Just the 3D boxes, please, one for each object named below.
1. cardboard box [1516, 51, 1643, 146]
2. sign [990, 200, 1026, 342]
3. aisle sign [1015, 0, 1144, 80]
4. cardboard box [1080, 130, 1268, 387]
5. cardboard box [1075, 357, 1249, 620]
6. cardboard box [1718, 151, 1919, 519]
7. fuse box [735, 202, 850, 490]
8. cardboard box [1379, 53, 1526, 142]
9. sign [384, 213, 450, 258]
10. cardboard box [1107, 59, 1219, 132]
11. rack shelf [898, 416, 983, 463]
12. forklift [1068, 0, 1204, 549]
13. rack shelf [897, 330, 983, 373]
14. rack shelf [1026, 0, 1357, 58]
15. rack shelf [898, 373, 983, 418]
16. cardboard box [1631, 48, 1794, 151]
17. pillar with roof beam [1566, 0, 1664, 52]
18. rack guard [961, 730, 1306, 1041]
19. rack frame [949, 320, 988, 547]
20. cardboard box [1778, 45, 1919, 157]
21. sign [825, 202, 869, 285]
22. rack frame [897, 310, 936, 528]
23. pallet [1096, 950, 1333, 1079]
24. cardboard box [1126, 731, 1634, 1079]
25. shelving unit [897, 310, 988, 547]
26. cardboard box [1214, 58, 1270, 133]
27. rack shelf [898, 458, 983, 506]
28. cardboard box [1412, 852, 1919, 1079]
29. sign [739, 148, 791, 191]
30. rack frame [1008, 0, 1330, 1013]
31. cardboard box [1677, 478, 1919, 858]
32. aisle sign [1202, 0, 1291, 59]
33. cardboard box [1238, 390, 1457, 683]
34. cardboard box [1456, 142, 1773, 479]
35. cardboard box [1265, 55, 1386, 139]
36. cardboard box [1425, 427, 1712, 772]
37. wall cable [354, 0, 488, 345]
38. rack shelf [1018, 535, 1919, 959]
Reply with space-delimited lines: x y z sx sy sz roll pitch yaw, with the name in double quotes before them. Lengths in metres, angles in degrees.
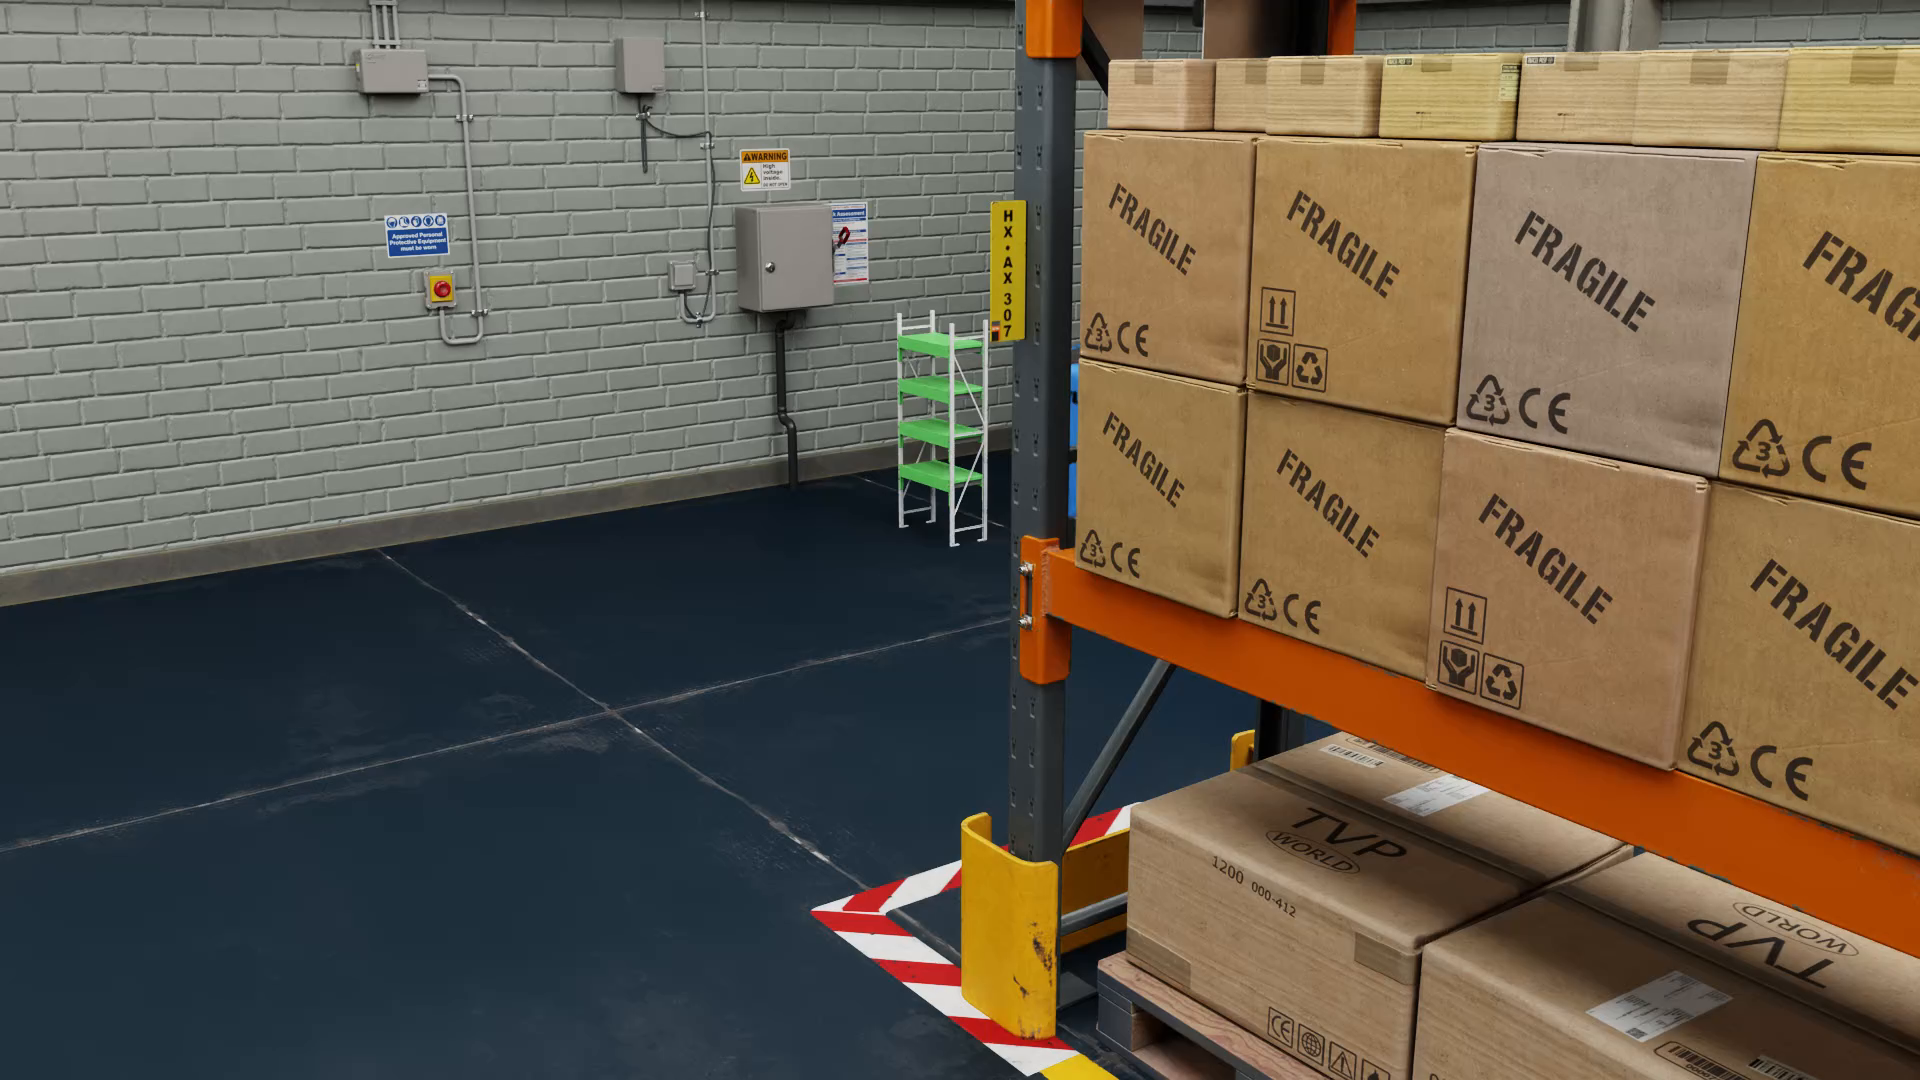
"cardboard box" 1.188 -0.766 2.880 0.380 0.149 0.250 -11 19 -34
"sign" 0.113 -0.632 3.912 0.100 0.325 0.005 -11 19 -35
"aisle sign" 0.288 -1.485 3.895 0.394 0.787 0.004 -11 19 -35
"cardboard box" 0.617 -0.644 3.665 0.500 0.500 0.500 -11 19 -36
"cardboard box" 0.615 -0.162 3.796 0.500 0.500 0.500 -11 19 -35
"cardboard box" 1.530 -0.320 2.480 0.500 0.500 0.500 -11 19 -34
"fuse box" -0.984 -1.135 9.980 0.539 1.711 0.414 -11 19 -35
"cardboard box" 0.991 -0.814 3.055 0.380 0.149 0.250 -12 19 -36
"sign" -2.844 -1.597 8.717 0.327 0.218 0.001 -11 19 -35
"cardboard box" 0.550 -0.985 3.682 0.380 0.149 0.250 -10 18 -33
"rack shelf" -0.097 -0.552 9.064 0.258 0.148 0.480 -11 19 -35
"forklift" 1.952 -1.249 8.086 3.031 2.935 1.130 5 16 18
"rack shelf" -0.097 -1.015 8.937 0.258 0.148 0.480 -11 19 -35
"rack shelf" 1.741 -0.933 2.485 1.077 0.370 4.000 -11 19 -35
"rack shelf" -0.097 -0.784 9.000 0.258 0.148 0.480 -11 19 -35
"cardboard box" 1.301 -0.706 2.661 0.380 0.149 0.250 -11 19 -34
"pillar with roof beam" 0.240 -3.973 6.546 9.100 9.000 0.400 -11 19 -35
"rack guard" 0.551 0.940 4.695 1.175 0.500 0.348 -11 19 -35
"rack frame" 0.046 -0.562 8.856 0.240 1.200 0.015 -11 19 -35
"cardboard box" 1.428 -0.648 2.448 0.380 0.149 0.250 -11 19 -36
"sign" -0.706 -1.831 10.264 0.329 0.494 0.001 -11 19 -35
"rack frame" -0.241 -0.666 9.237 0.240 1.200 0.015 -11 19 -35
"pallet" 1.099 1.243 4.135 1.003 0.211 1.213 -11 19 -35
"cardboard box" 1.034 0.898 4.171 0.875 0.438 0.875 -12 19 -36
"shelving unit" -0.097 -0.614 9.047 0.258 1.200 0.503 -11 19 -35
"cardboard box" 0.762 -0.940 3.518 0.380 0.149 0.250 -10 18 -33
"rack shelf" -0.097 -0.321 9.127 0.258 0.148 0.480 -11 19 -35
"cardboard box" 1.579 1.092 3.462 0.875 0.438 0.875 -10 18 -33
"sign" -1.150 -2.190 9.831 0.339 0.242 0.001 -11 19 -35
"rack frame" 0.565 -0.261 4.346 1.000 3.000 0.127 -11 19 -35
"cardboard box" 1.528 0.158 2.629 0.500 0.500 0.500 -10 18 -33
"aisle sign" 0.774 -1.578 4.235 0.394 0.787 0.004 -11 19 -35
"cardboard box" 0.935 -0.058 3.417 0.500 0.500 0.500 -11 19 -35
"cardboard box" 1.236 -0.427 2.869 0.500 0.500 0.500 -11 19 -35
"cardboard box" 0.822 -0.867 3.250 0.380 0.149 0.250 -10 18 -33
"cardboard box" 1.220 0.053 3.010 0.500 0.500 0.500 -11 19 -35
"wall cable" -2.769 -1.966 8.594 0.585 1.953 0.123 -11 19 -35
"rack shelf" 1.741 0.513 2.881 1.077 0.370 4.000 -11 19 -35
